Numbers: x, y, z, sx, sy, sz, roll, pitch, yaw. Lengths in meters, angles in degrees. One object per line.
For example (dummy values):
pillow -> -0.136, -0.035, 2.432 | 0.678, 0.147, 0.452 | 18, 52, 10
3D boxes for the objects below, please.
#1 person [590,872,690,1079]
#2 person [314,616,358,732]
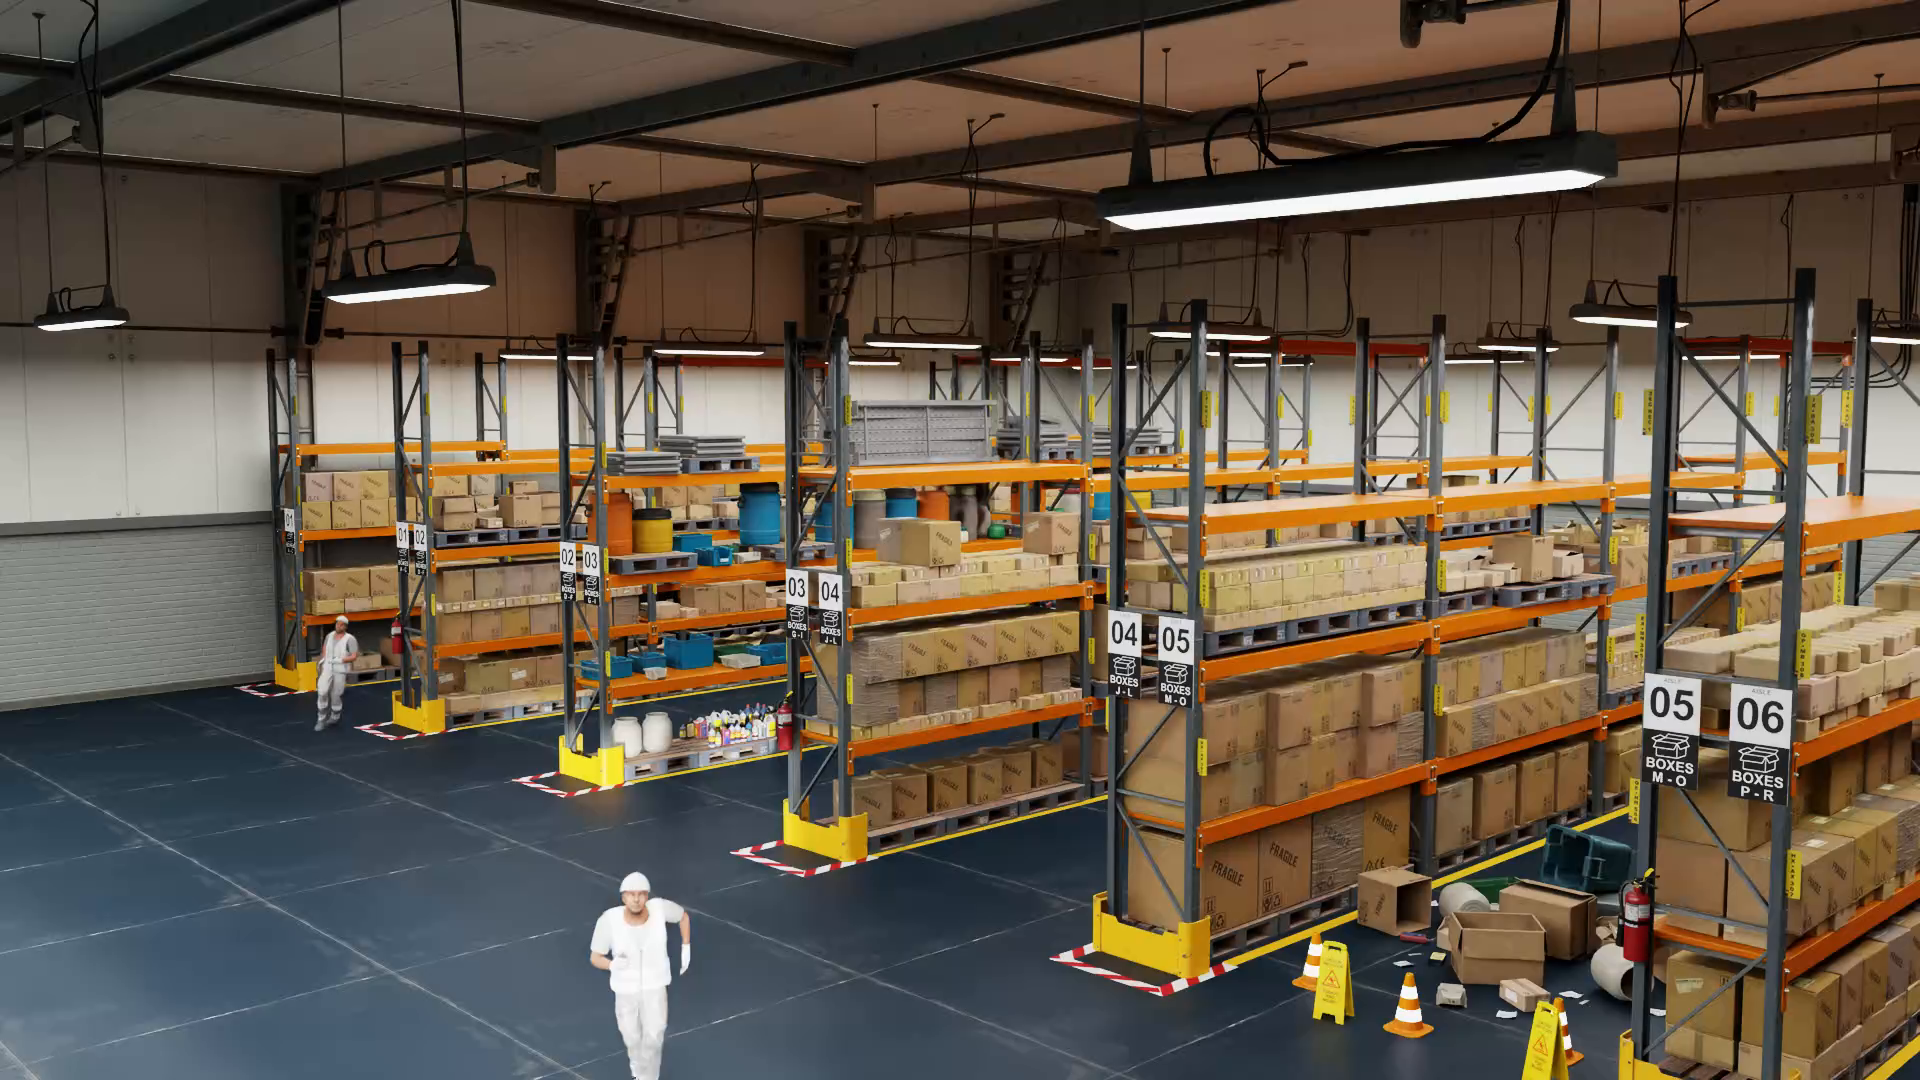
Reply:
person -> -2.297, 3.243, 11.996 | 0.715, 1.780, 0.832 | -1, 5, -11
person -> -9.661, 2.045, 25.770 | 0.687, 1.754, 0.700 | 0, 5, 0
